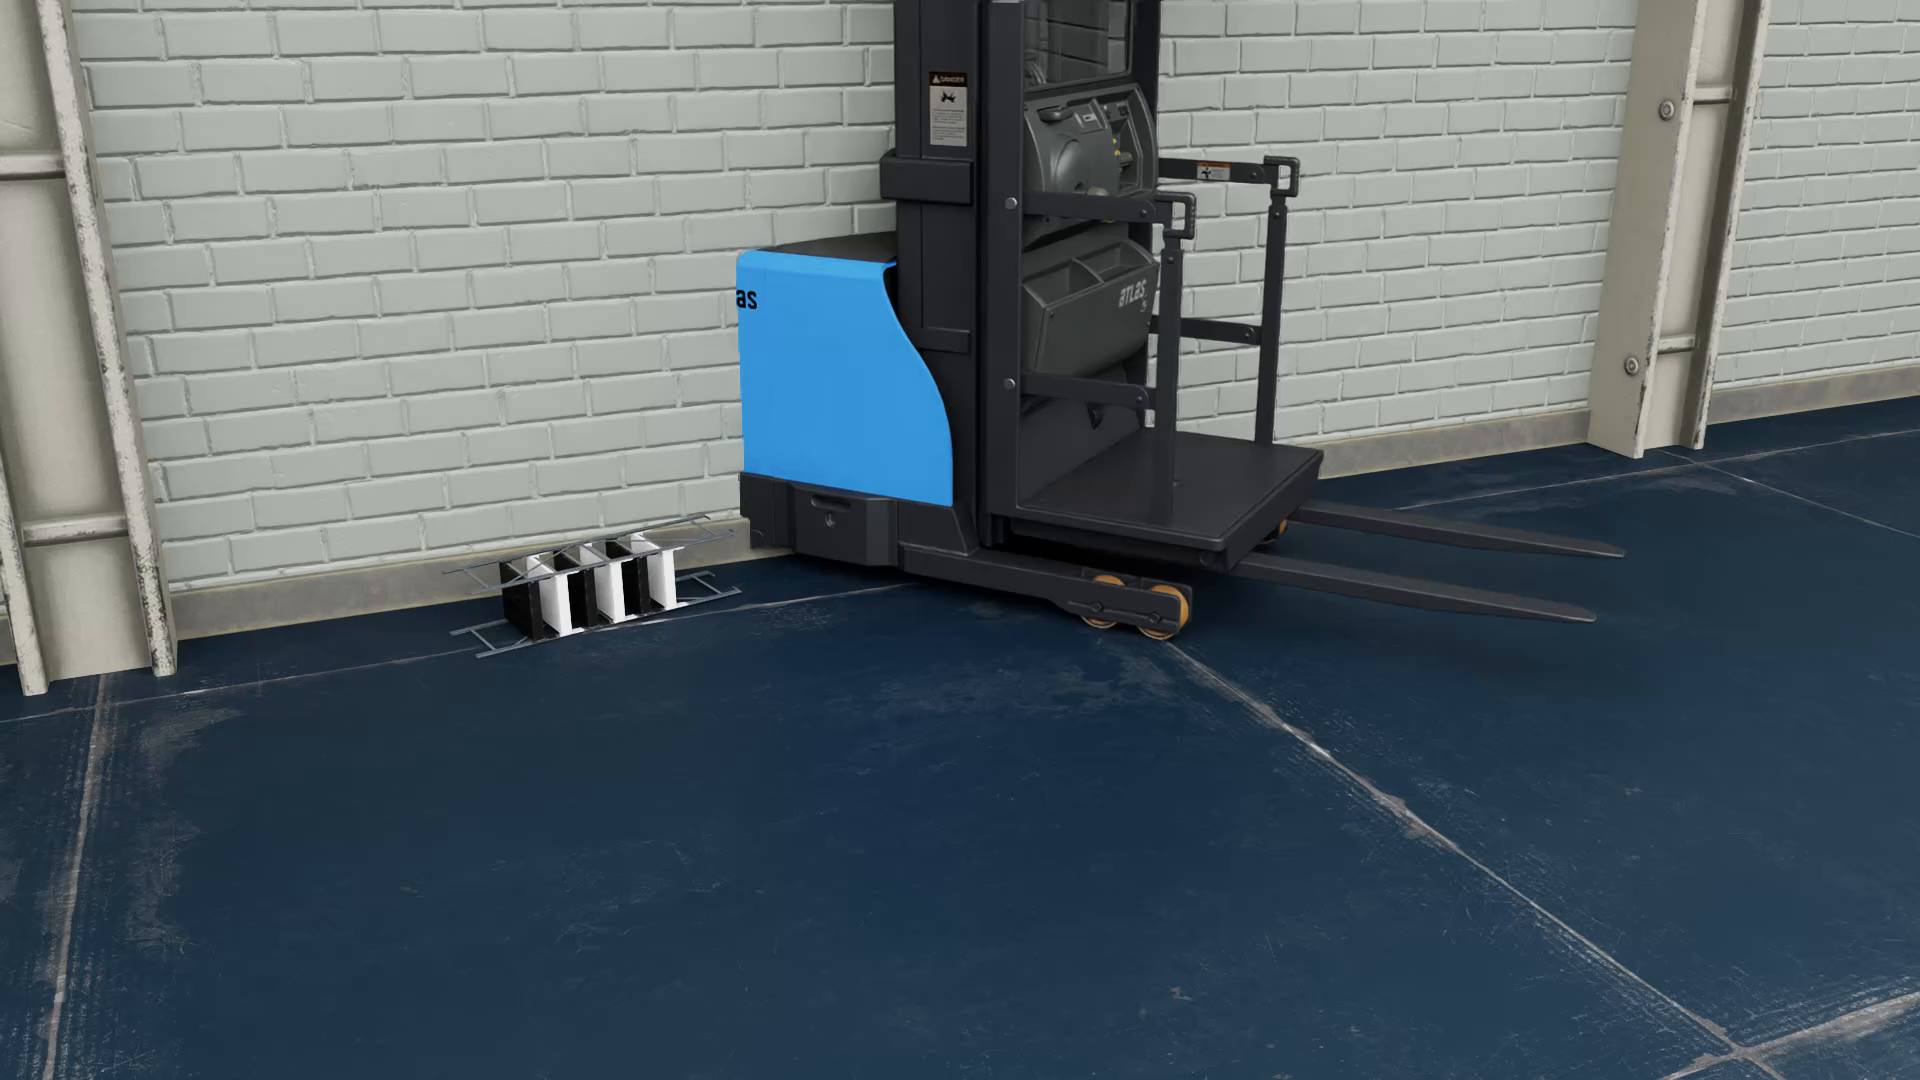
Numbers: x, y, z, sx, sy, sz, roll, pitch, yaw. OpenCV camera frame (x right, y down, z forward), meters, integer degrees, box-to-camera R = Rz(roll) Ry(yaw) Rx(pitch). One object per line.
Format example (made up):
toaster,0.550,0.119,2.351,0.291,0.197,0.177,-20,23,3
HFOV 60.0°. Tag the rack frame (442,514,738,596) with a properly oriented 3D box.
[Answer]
rack frame,-1.160,0.039,5.278,0.900,0.006,0.240,-14,24,-33

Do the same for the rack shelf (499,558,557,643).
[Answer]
rack shelf,-1.351,0.183,5.182,0.077,0.200,0.258,-14,24,-33

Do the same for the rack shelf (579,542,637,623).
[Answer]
rack shelf,-1.132,0.128,5.330,0.077,0.200,0.258,-14,24,-33

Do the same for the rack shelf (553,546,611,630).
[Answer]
rack shelf,-1.205,0.146,5.281,0.077,0.200,0.258,-14,24,-33

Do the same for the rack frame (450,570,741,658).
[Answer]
rack frame,-1.159,0.230,5.346,0.900,0.006,0.240,-14,24,-33

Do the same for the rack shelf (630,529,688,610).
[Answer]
rack shelf,-0.987,0.091,5.429,0.077,0.200,0.258,-14,24,-33

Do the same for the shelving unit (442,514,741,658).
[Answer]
shelving unit,-1.159,0.135,5.312,0.900,0.210,0.258,-14,24,-33

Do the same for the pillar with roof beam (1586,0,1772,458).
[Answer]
pillar with roof beam,4.660,-3.347,1.980,0.400,9.000,9.100,-8,21,-22

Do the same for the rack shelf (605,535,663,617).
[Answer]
rack shelf,-1.059,0.110,5.380,0.077,0.200,0.258,-14,24,-33

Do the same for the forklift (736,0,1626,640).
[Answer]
forklift,0.609,-1.275,5.231,3.031,2.935,1.130,10,22,26

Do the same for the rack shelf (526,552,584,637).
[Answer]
rack shelf,-1.278,0.164,5.231,0.077,0.200,0.258,-14,24,-33
